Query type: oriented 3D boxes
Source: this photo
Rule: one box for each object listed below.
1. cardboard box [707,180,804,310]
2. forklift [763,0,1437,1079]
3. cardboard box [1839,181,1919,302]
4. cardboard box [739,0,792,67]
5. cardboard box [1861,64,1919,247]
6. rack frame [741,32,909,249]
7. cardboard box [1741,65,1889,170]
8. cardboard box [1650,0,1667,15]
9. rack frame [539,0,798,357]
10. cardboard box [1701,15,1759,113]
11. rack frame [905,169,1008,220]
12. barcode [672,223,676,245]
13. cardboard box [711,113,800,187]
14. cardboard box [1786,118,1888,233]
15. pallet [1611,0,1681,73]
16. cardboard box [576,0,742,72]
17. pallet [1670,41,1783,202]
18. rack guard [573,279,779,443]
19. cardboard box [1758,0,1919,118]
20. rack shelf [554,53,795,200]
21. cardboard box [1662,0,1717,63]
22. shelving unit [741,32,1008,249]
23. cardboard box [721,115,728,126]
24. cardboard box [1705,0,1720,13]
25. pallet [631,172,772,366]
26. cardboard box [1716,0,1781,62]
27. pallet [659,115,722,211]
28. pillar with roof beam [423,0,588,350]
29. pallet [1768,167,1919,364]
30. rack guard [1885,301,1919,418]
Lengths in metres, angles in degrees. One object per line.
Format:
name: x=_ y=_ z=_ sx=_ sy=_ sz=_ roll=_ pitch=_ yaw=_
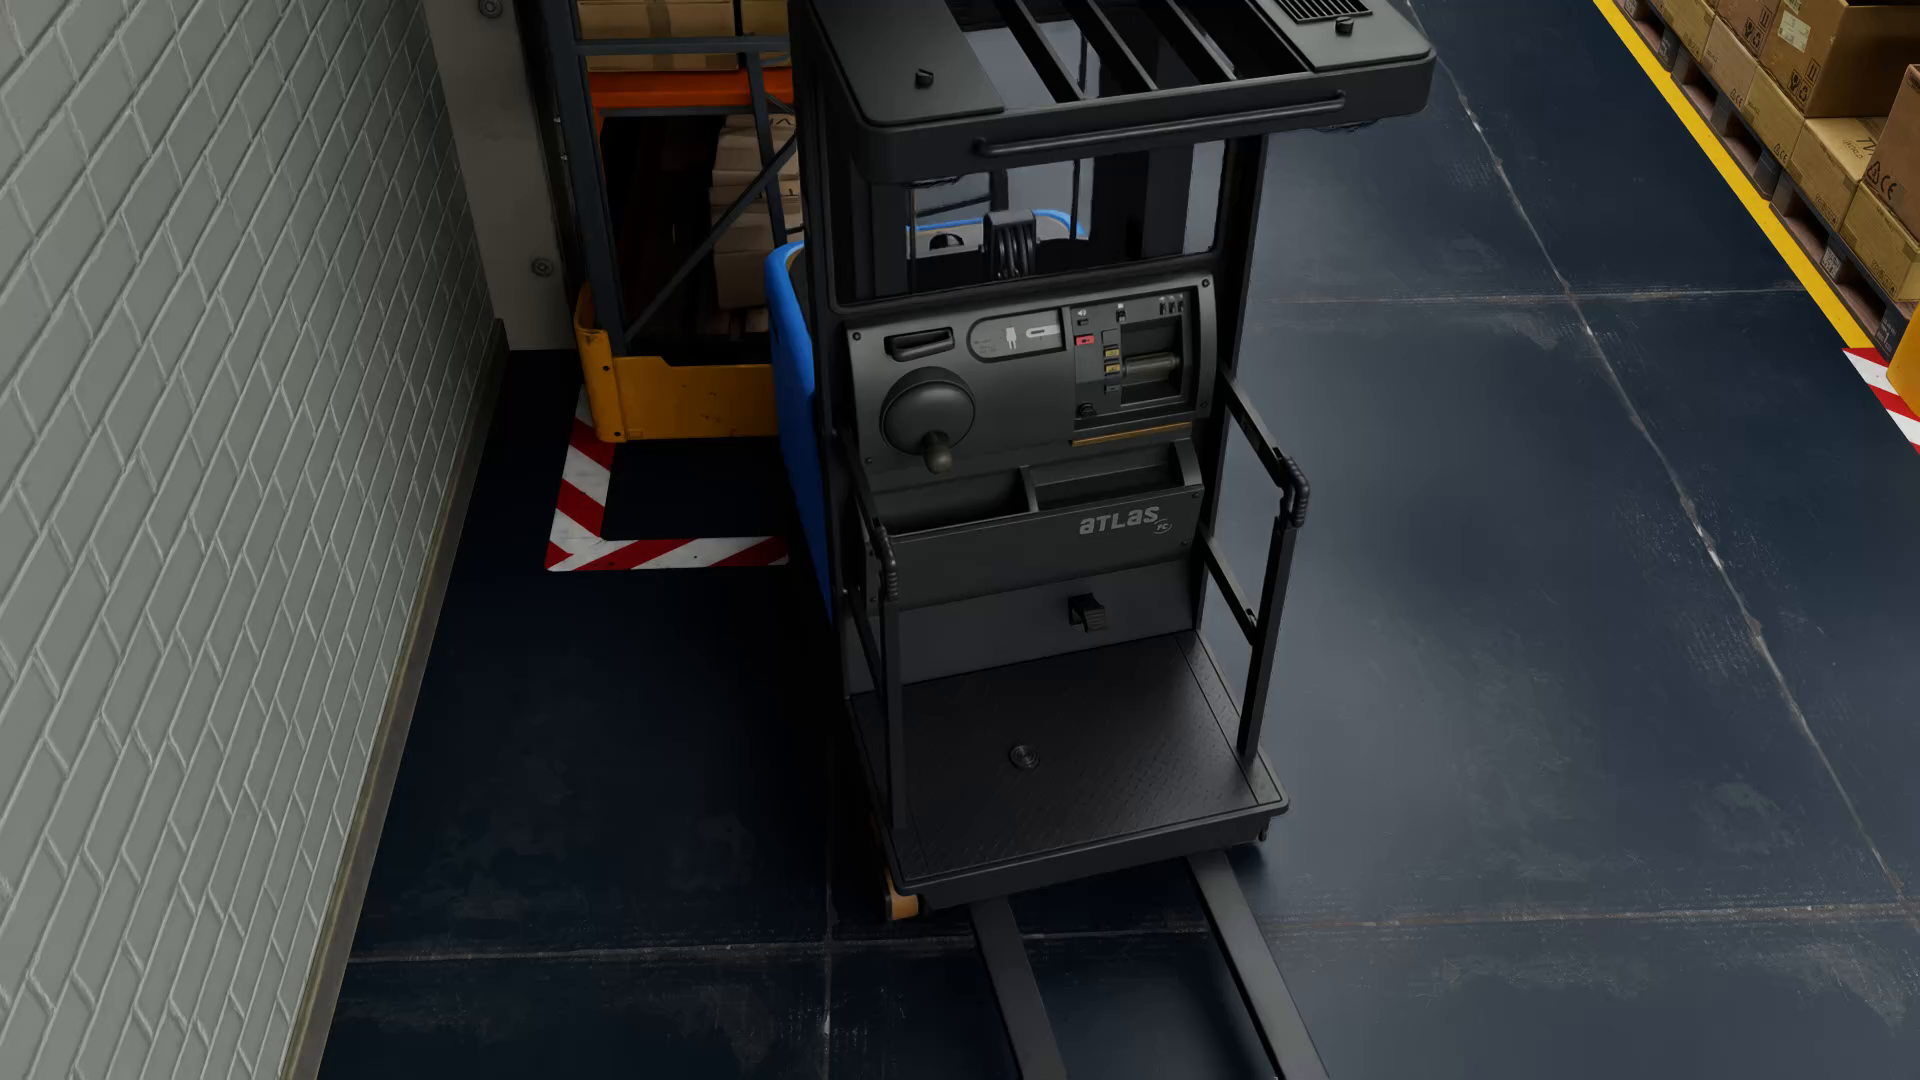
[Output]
cardboard box: x=-0.716 y=-1.186 z=6.489 sx=0.500 sy=0.311 sz=0.500 roll=-6 pitch=43 yaw=-7
forklift: x=0.243 y=-0.328 z=3.939 sx=1.130 sy=2.935 sz=3.031 roll=-10 pitch=43 yaw=-11
cardboard box: x=3.855 y=-1.185 z=6.547 sx=0.500 sy=0.250 sz=0.500 roll=-2 pitch=43 yaw=-2
cardboard box: x=-0.480 y=-1.836 z=5.630 sx=0.500 sy=0.250 sz=0.500 roll=-3 pitch=43 yaw=-3
cardboard box: x=3.853 y=-1.462 z=6.294 sx=0.500 sy=0.500 sz=0.500 roll=-2 pitch=43 yaw=-2
rack frame: x=-0.411 y=-1.121 z=5.816 sx=0.500 sy=1.500 sz=0.032 roll=-16 pitch=46 yaw=-12
cardboard box: x=3.798 y=-1.860 z=7.283 sx=0.500 sy=0.250 sz=0.500 roll=-2 pitch=43 yaw=-2
cardboard box: x=3.736 y=-2.873 z=8.388 sx=0.500 sy=0.250 sz=0.500 roll=-2 pitch=43 yaw=-2
rack frame: x=-0.776 y=-1.546 z=5.216 sx=1.000 sy=3.000 sz=0.127 roll=-2 pitch=43 yaw=-2
cardboard box: x=3.779 y=-2.197 z=7.652 sx=0.500 sy=0.250 sz=0.500 roll=-2 pitch=43 yaw=-2
rack frame: x=-0.070 y=-0.461 z=5.121 sx=0.500 sy=1.500 sz=0.032 roll=-16 pitch=46 yaw=-12
barcode: x=-1.116 y=-1.191 z=6.486 sx=0.001 sy=0.075 sz=0.075 roll=-2 pitch=43 yaw=-2
cardboard box: x=-0.740 y=-1.571 z=6.909 sx=0.500 sy=0.311 sz=0.500 roll=2 pitch=43 yaw=2
cardboard box: x=3.822 y=-1.522 z=6.915 sx=0.500 sy=0.250 sz=0.500 roll=-2 pitch=43 yaw=-2
pallet: x=3.995 y=-2.825 z=8.675 sx=1.003 sy=0.211 sz=1.213 roll=-2 pitch=43 yaw=-2
cardboard box: x=-0.990 y=-1.808 z=5.599 sx=0.500 sy=0.250 sz=0.500 roll=-1 pitch=43 yaw=-1
pallet: x=4.050 y=-1.999 z=7.775 sx=1.003 sy=0.211 sz=1.213 roll=-2 pitch=43 yaw=-2
rack guard: x=-0.780 y=-0.676 z=6.117 sx=1.175 sy=0.500 sz=0.348 roll=-2 pitch=43 yaw=-2
cardboard box: x=3.796 y=-2.136 z=7.030 sx=0.500 sy=0.500 sz=0.500 roll=-2 pitch=43 yaw=-2
rack shelf: x=-0.861 y=-2.631 z=6.933 sx=1.077 sy=0.370 sz=4.000 roll=-2 pitch=43 yaw=-2
cardboard box: x=3.752 y=-2.535 z=8.020 sx=0.500 sy=0.250 sz=0.500 roll=-2 pitch=43 yaw=-2
shelving unit: x=-0.241 y=-0.791 z=5.468 sx=0.538 sy=1.500 sz=1.048 roll=-16 pitch=46 yaw=-12
cardboard box: x=-0.721 y=-2.138 z=7.387 sx=0.700 sy=0.500 sz=0.500 roll=-4 pitch=43 yaw=-4
cardboard box: x=3.752 y=-2.811 z=7.766 sx=0.500 sy=0.500 sz=0.500 roll=-2 pitch=43 yaw=-2
pallet: x=-0.779 y=-1.119 z=6.814 sx=1.003 sy=0.211 sz=1.213 roll=-2 pitch=43 yaw=-2
cardboard box: x=3.776 y=-2.474 z=7.398 sx=0.500 sy=0.500 sz=0.500 roll=-2 pitch=43 yaw=-2
pallet: x=-0.828 y=-1.940 z=7.710 sx=1.003 sy=0.211 sz=1.213 roll=-2 pitch=43 yaw=-2
pillar with roof beam: x=2.631 y=-4.329 z=3.813 sx=9.100 sy=9.000 sz=0.400 roll=-2 pitch=43 yaw=-2
pallet: x=4.098 y=-1.178 z=6.878 sx=1.003 sy=0.211 sz=1.213 roll=-2 pitch=43 yaw=-2
rack guard: x=4.174 y=-0.753 z=6.201 sx=1.175 sy=0.500 sz=0.348 roll=-2 pitch=43 yaw=-2
